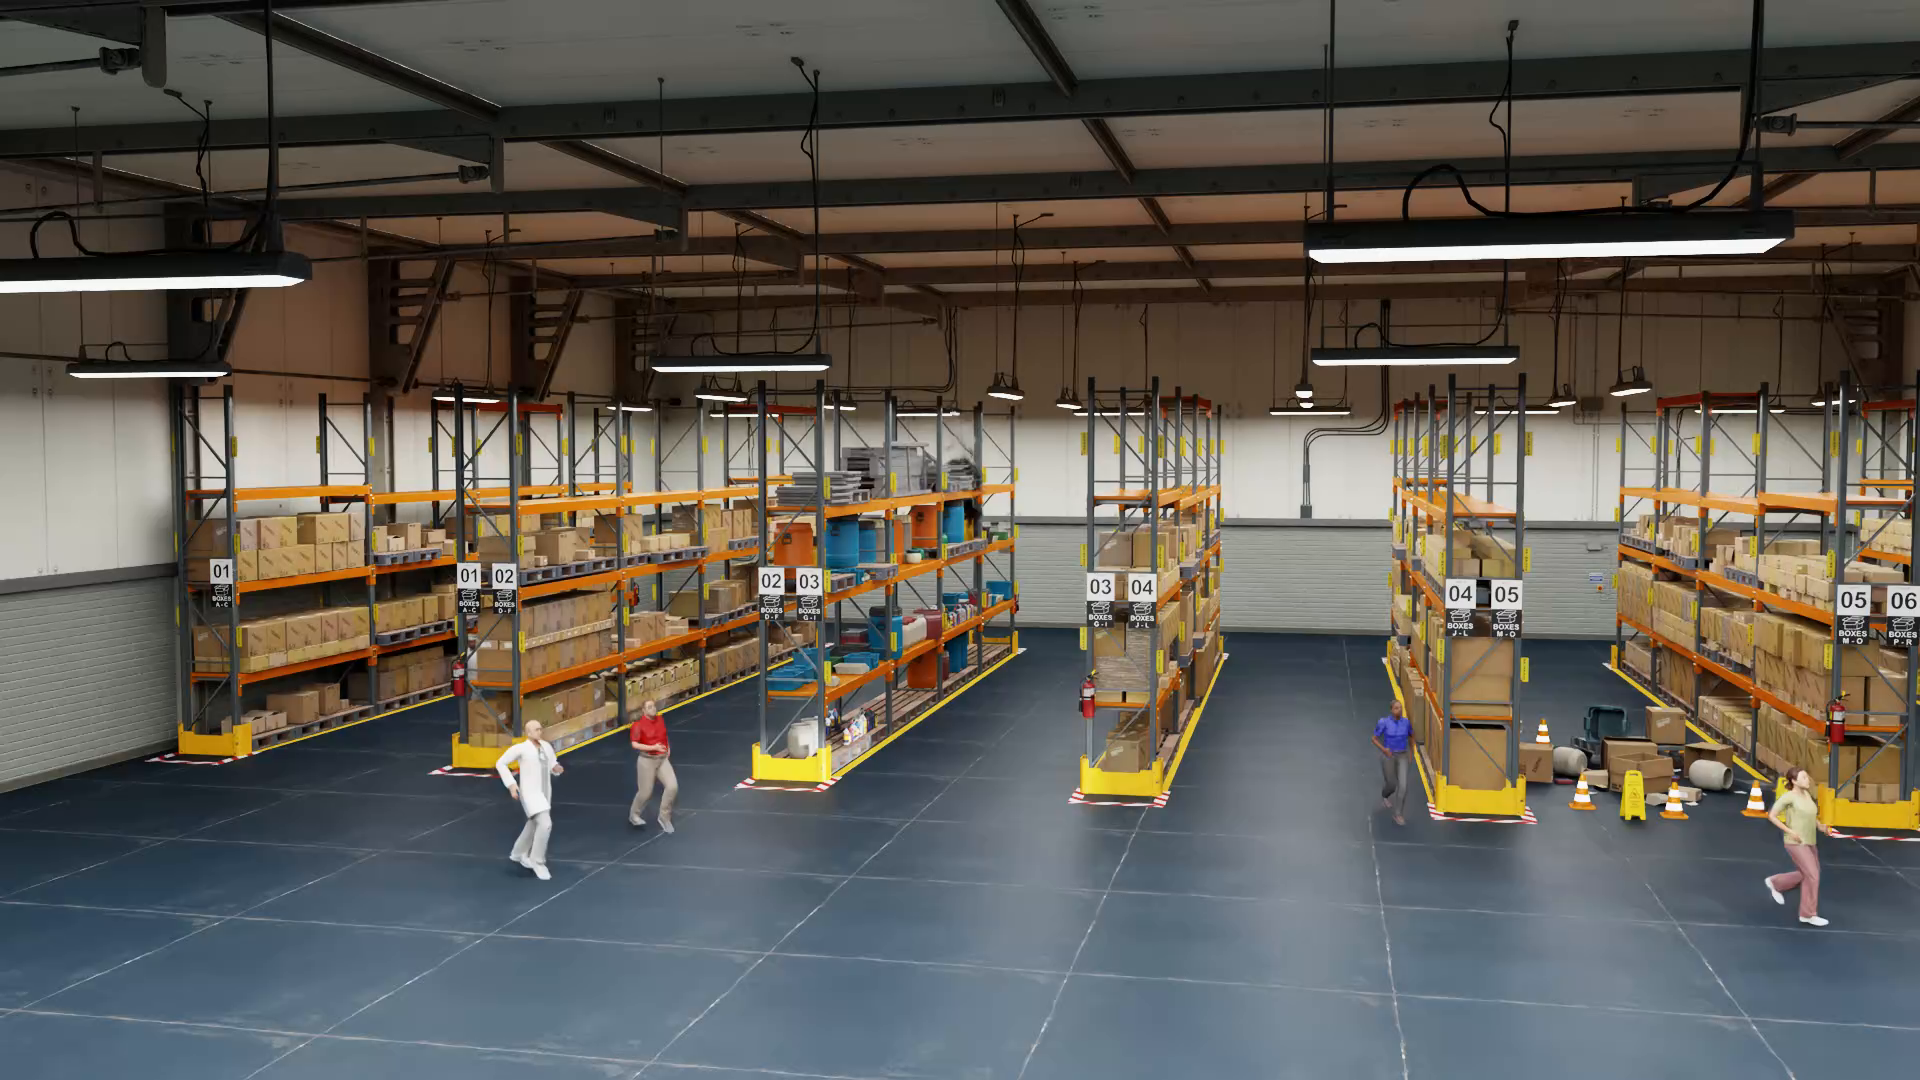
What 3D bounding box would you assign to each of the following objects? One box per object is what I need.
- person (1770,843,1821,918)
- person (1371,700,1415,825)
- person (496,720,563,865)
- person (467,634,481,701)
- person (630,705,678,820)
[{"bbox_3d":[8.843,3.502,17.611,0.355,0.895,0.622,-2,4,-30],"label":"person"},{"bbox_3d":[5.830,2.960,22.336,0.615,1.631,0.690,0,3,-2],"label":"person"},{"bbox_3d":[-4.967,2.942,19.443,0.805,1.671,0.669,1,4,25],"label":"person"},{"bbox_3d":[-8.617,2.509,29.430,0.380,1.729,0.895,0,3,6],"label":"person"},{"bbox_3d":[-4.024,2.894,21.735,0.703,1.515,0.416,3,4,44],"label":"person"}]
